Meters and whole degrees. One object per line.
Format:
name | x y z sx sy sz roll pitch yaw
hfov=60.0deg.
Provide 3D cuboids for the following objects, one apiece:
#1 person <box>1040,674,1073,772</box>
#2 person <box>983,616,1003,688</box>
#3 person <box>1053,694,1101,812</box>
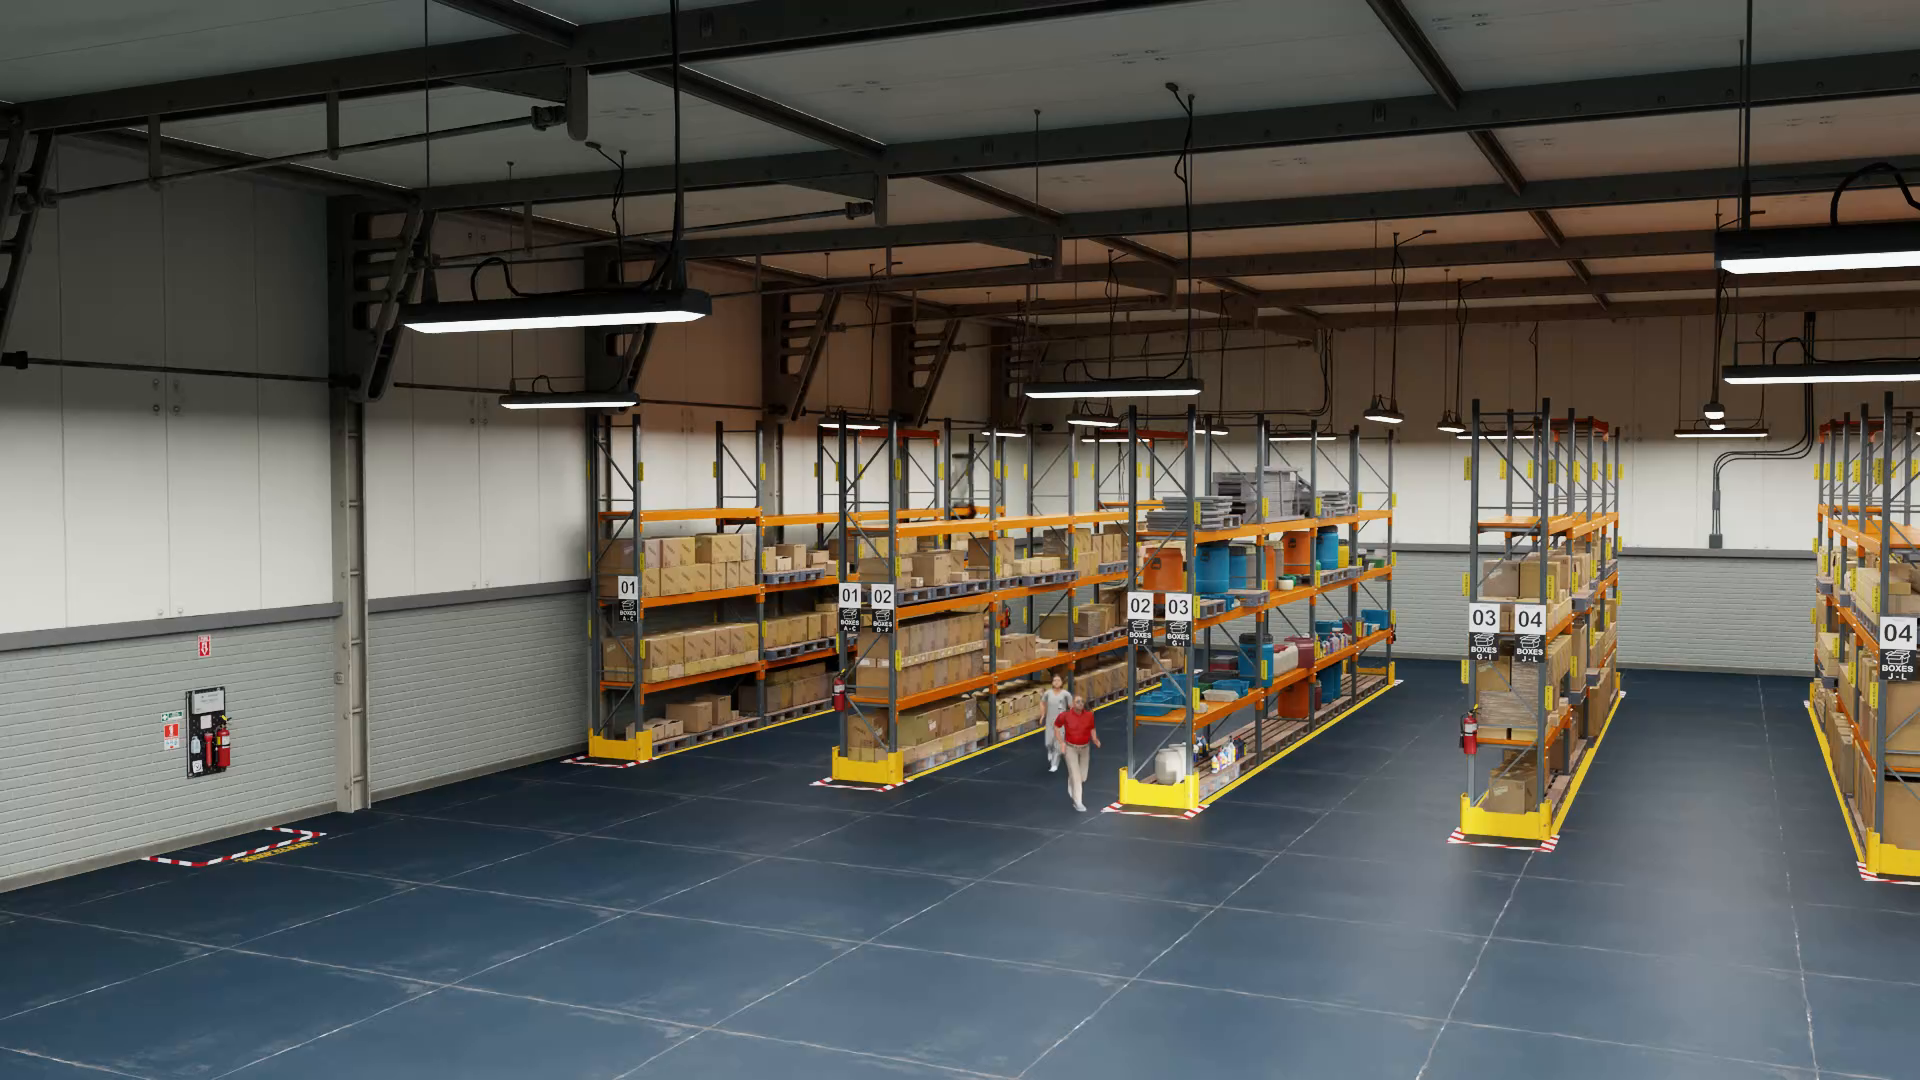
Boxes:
person | 1.615 3.056 27.839 0.578 1.614 0.571 0 2 11
person | 0.593 2.614 37.375 0.695 1.814 0.673 1 2 13
person | 1.710 3.143 24.852 0.648 1.704 0.849 -1 2 -18
